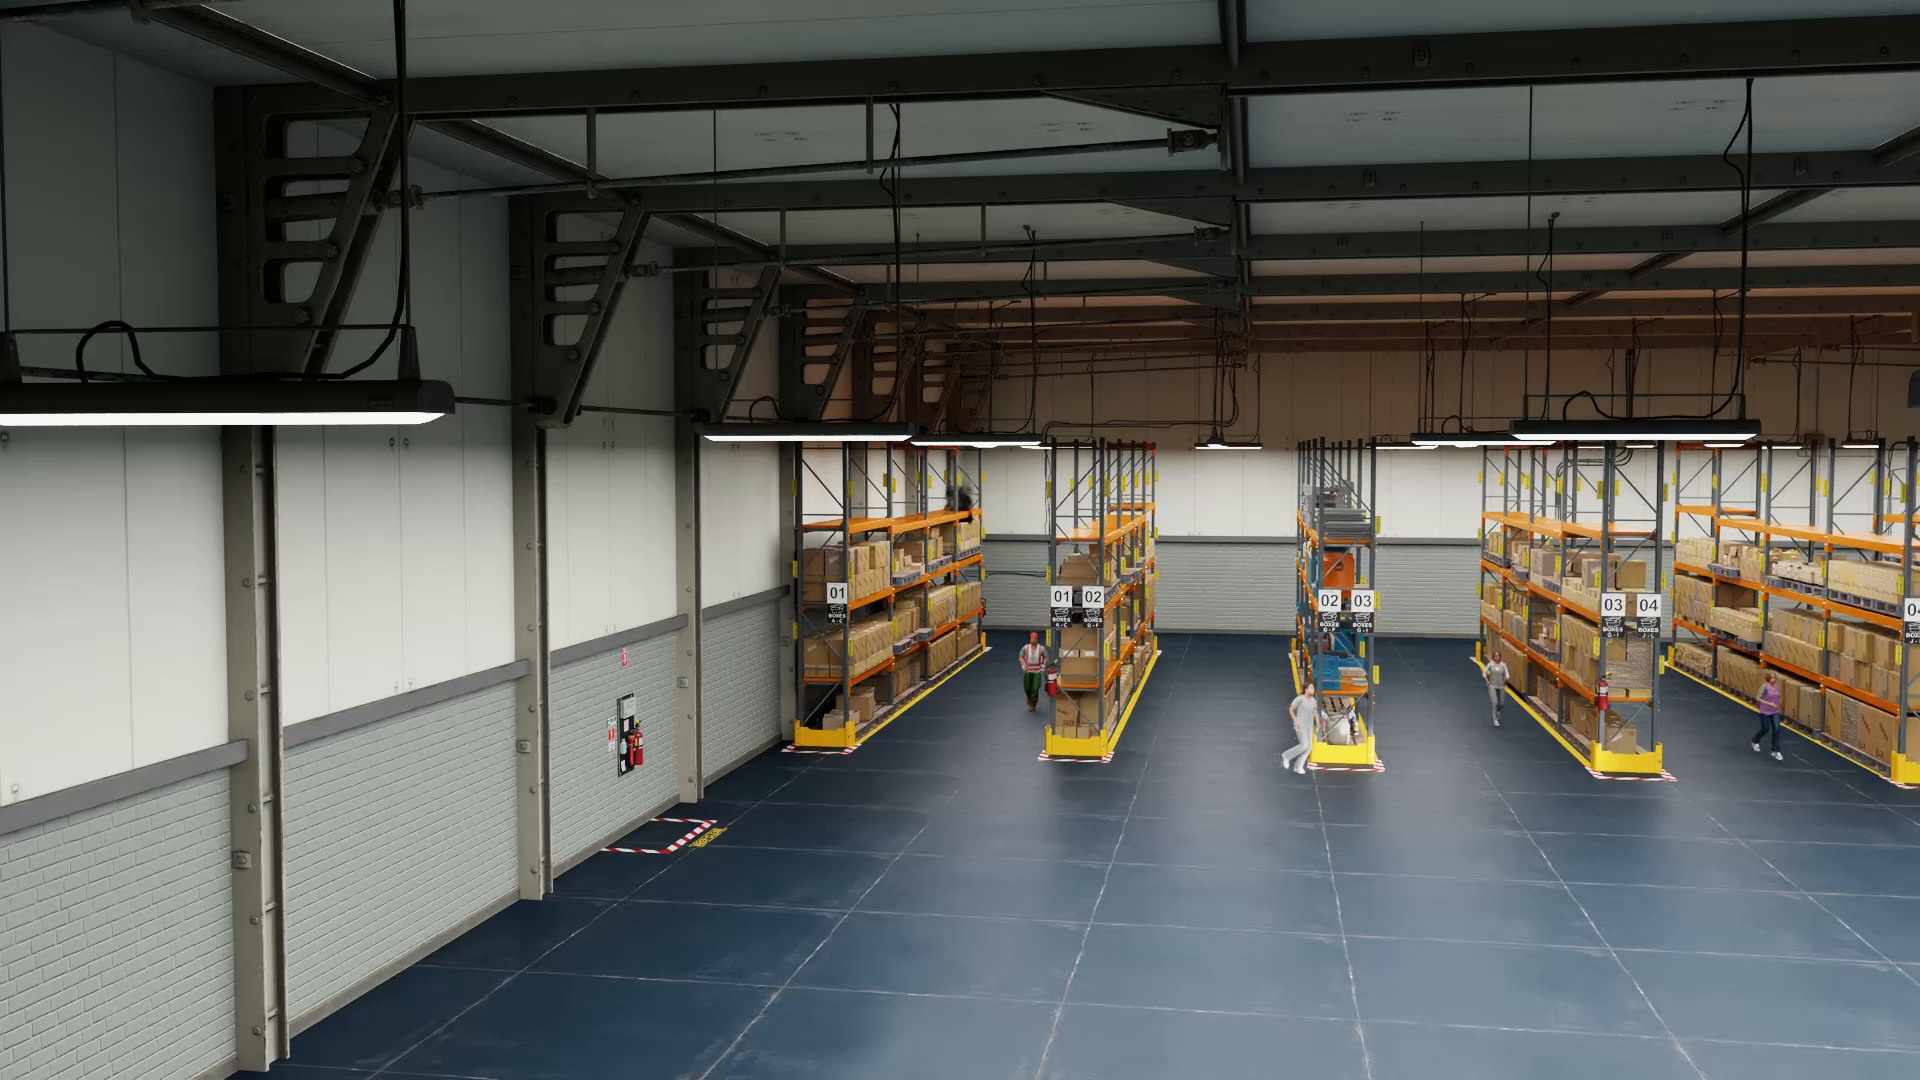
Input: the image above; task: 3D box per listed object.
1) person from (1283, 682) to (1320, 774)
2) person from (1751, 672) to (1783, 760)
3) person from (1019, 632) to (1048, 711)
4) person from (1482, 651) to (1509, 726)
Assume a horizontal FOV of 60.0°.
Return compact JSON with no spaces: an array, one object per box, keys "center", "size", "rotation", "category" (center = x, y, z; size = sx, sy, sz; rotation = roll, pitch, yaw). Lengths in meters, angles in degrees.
[{"center":[6.149,3.337,29.764],"size":[0.627,1.614,0.551],"rotation":[-2,4,-33],"category":"person"},{"center":[15.180,3.267,31.249],"size":[0.537,1.607,0.820],"rotation":[0,3,-8],"category":"person"},{"center":[1.623,2.906,36.741],"size":[0.639,1.740,0.587],"rotation":[0,3,5],"category":"person"},{"center":[11.246,3.096,34.902],"size":[0.542,1.553,0.680],"rotation":[1,3,10],"category":"person"}]
